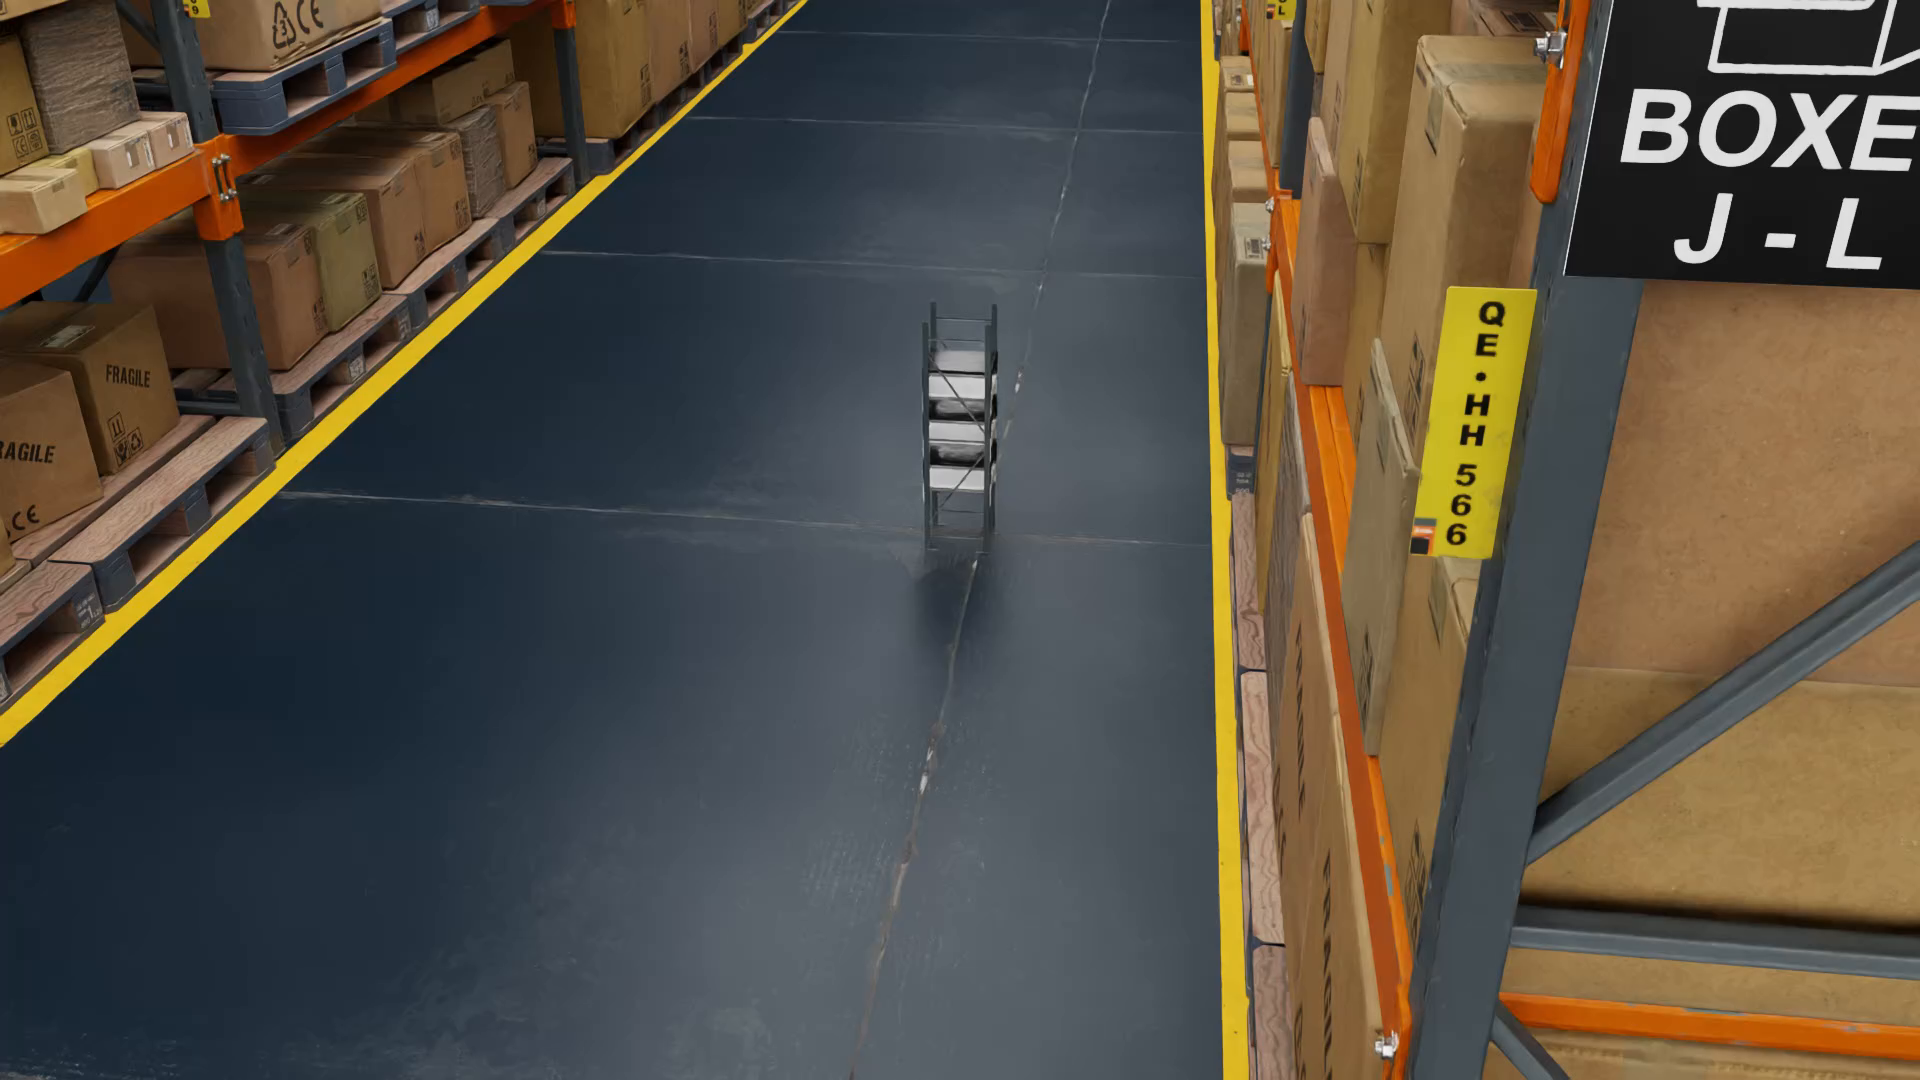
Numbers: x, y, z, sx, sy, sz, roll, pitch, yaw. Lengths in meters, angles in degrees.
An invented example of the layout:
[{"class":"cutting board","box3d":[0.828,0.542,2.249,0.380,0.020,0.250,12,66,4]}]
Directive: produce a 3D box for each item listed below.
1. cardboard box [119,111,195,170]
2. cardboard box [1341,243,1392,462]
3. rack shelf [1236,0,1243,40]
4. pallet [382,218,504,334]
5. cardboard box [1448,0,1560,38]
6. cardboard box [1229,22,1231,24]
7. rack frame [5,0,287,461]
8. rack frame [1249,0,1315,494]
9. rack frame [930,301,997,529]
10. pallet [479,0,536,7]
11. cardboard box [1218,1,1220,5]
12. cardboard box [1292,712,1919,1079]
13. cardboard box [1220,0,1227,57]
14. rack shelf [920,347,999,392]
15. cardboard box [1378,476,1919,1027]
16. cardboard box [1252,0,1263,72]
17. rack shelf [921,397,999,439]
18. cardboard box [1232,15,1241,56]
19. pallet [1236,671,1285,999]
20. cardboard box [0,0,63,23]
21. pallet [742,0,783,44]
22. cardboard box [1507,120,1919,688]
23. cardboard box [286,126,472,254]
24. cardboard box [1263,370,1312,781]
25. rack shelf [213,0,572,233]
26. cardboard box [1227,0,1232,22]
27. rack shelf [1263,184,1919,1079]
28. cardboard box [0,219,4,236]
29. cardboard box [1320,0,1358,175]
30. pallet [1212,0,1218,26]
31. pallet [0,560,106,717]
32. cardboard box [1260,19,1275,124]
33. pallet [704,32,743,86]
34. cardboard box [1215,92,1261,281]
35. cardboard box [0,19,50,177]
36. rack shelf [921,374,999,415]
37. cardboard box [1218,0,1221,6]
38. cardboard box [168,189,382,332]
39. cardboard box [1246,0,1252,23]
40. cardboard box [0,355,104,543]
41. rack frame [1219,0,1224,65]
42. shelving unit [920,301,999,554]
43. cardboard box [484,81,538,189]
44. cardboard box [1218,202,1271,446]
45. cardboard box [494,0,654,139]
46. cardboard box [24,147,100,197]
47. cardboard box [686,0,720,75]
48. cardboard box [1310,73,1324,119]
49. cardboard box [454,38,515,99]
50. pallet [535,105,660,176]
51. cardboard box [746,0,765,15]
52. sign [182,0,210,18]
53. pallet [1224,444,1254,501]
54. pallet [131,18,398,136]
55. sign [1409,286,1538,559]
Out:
[{"class":"cardboard box","box3d":[-3.047,-1.462,6.066,0.380,0.149,0.250,3,28,6]},{"class":"cardboard box","box3d":[1.371,-0.484,3.828,0.875,0.550,0.500,3,28,6]},{"class":"rack shelf","box3d":[2.333,-3.863,11.016,1.077,0.370,4.000,3,28,6]},{"class":"pallet","box3d":[-3.072,-1.406,8.637,1.003,0.211,1.213,3,28,6]},{"class":"cardboard box","box3d":[1.371,-0.706,3.101,0.875,0.550,0.550,3,28,6]},{"class":"cardboard box","box3d":[2.110,-3.376,11.547,0.500,0.500,0.500,4,29,7]},{"class":"rack frame","box3d":[-3.312,-1.691,6.226,1.000,3.000,0.127,3,28,6]},{"class":"rack frame","box3d":[1.598,-1.355,5.603,1.000,3.000,0.127,3,28,6]},{"class":"rack frame","box3d":[0.013,-0.448,6.132,0.240,0.900,0.006,3,28,6]},{"class":"pallet","box3d":[-2.804,-3.148,9.132,1.213,0.211,1.003,3,28,6]},{"class":"cardboard box","box3d":[2.371,-4.501,14.005,0.380,0.149,0.250,2,28,5]},{"class":"cardboard box","box3d":[1.125,0.955,3.112,0.875,0.875,0.875,4,29,6]},{"class":"cardboard box","box3d":[2.224,-3.873,12.469,0.500,0.500,0.500,4,29,8]},{"class":"rack shelf","box3d":[0.001,-0.608,5.931,0.258,0.077,0.200,3,28,6]},{"class":"cardboard box","box3d":[1.108,0.284,2.401,0.875,0.550,0.550,3,28,6]},{"class":"cardboard box","box3d":[1.580,-2.375,7.391,0.500,0.500,0.500,3,28,6]},{"class":"rack shelf","box3d":[0.001,-0.450,6.017,0.258,0.077,0.200,3,28,6]},{"class":"cardboard box","box3d":[1.911,-2.990,10.039,0.500,0.250,0.500,3,28,5]},{"class":"pallet","box3d":[1.280,0.802,4.539,1.003,0.211,1.213,3,28,6]},{"class":"cardboard box","box3d":[-3.154,-1.843,5.035,0.500,0.500,0.500,3,28,6]},{"class":"pallet","box3d":[-2.161,-4.582,14.533,1.003,0.211,1.213,3,28,6]},{"class":"cardboard box","box3d":[1.192,-0.186,2.136,0.875,0.550,0.550,3,28,6]},{"class":"cardboard box","box3d":[-3.002,-1.821,8.640,0.700,0.500,0.500,6,29,10]},{"class":"cardboard box","box3d":[1.345,0.112,4.677,0.875,0.875,0.875,4,29,7]},{"class":"rack shelf","box3d":[-3.067,-2.316,8.144,1.077,0.370,4.000,3,28,6]},{"class":"cardboard box","box3d":[2.096,-3.712,11.380,0.500,0.250,0.500,4,29,8]},{"class":"rack shelf","box3d":[1.353,-0.097,4.026,1.077,0.370,4.000,3,28,6]},{"class":"cardboard box","box3d":[-3.259,-0.997,5.202,0.380,0.149,0.250,3,28,6]},{"class":"cardboard box","box3d":[1.364,-1.213,4.042,0.875,0.550,0.550,3,28,6]},{"class":"pallet","box3d":[2.772,-4.787,14.914,1.003,0.211,1.213,3,28,6]},{"class":"pallet","box3d":[-3.507,0.431,5.228,1.003,0.211,1.213,3,28,6]},{"class":"cardboard box","box3d":[1.458,-1.898,6.505,0.500,0.500,0.500,3,28,6]},{"class":"pallet","box3d":[-2.352,-3.861,13.195,1.003,0.211,1.213,3,28,6]},{"class":"cardboard box","box3d":[1.820,-1.739,8.245,1.050,0.750,0.750,4,29,7]},{"class":"cardboard box","box3d":[-3.525,-1.424,5.312,0.875,0.500,0.500,3,28,6]},{"class":"rack shelf","box3d":[0.001,-0.529,5.974,0.258,0.077,0.200,3,28,6]},{"class":"cardboard box","box3d":[2.322,-4.476,13.646,0.380,0.149,0.250,2,28,4]},{"class":"cardboard box","box3d":[-3.139,-1.295,7.664,0.700,0.500,0.500,3,28,6]},{"class":"cardboard box","box3d":[1.705,-2.847,8.266,0.500,0.500,0.500,3,28,6]},{"class":"cardboard box","box3d":[-3.464,-0.319,5.873,0.500,0.500,0.500,13,31,22]},{"class":"rack frame","box3d":[2.578,-5.121,12.593,1.000,3.000,0.127,3,28,6]},{"class":"shelving unit","box3d":[0.001,-0.400,6.044,0.258,0.900,0.210,3,28,6]},{"class":"cardboard box","box3d":[-2.885,-2.351,9.622,0.700,0.500,0.500,2,28,4]},{"class":"cardboard box","box3d":[1.585,-0.847,6.589,1.050,0.750,0.750,3,28,6]},{"class":"cardboard box","box3d":[-2.717,-3.147,10.726,1.225,0.875,0.875,2,28,4]},{"class":"cardboard box","box3d":[-3.177,-1.231,5.637,0.380,0.149,0.250,3,28,6]},{"class":"cardboard box","box3d":[-2.499,-3.983,12.278,1.225,0.875,0.875,2,28,4]},{"class":"cardboard box","box3d":[1.564,-1.247,5.244,0.875,0.550,0.550,3,28,6]},{"class":"cardboard box","box3d":[-2.875,-2.680,9.443,0.500,0.250,0.500,4,29,8]},{"class":"pallet","box3d":[-2.651,-2.713,11.063,1.003,0.211,1.213,3,28,6]},{"class":"cardboard box","box3d":[-2.172,-5.012,14.188,0.875,0.875,0.875,3,28,6]},{"class":"sign","box3d":[-2.773,-2.044,5.969,0.100,0.325,0.005,3,28,6]},{"class":"pallet","box3d":[1.618,-0.495,6.946,1.003,0.211,1.213,3,28,6]},{"class":"pallet","box3d":[-3.074,-1.958,6.924,1.003,0.211,1.213,3,28,6]},{"class":"sign","box3d":[0.571,-0.124,1.848,0.100,0.325,0.005,3,28,6]}]
